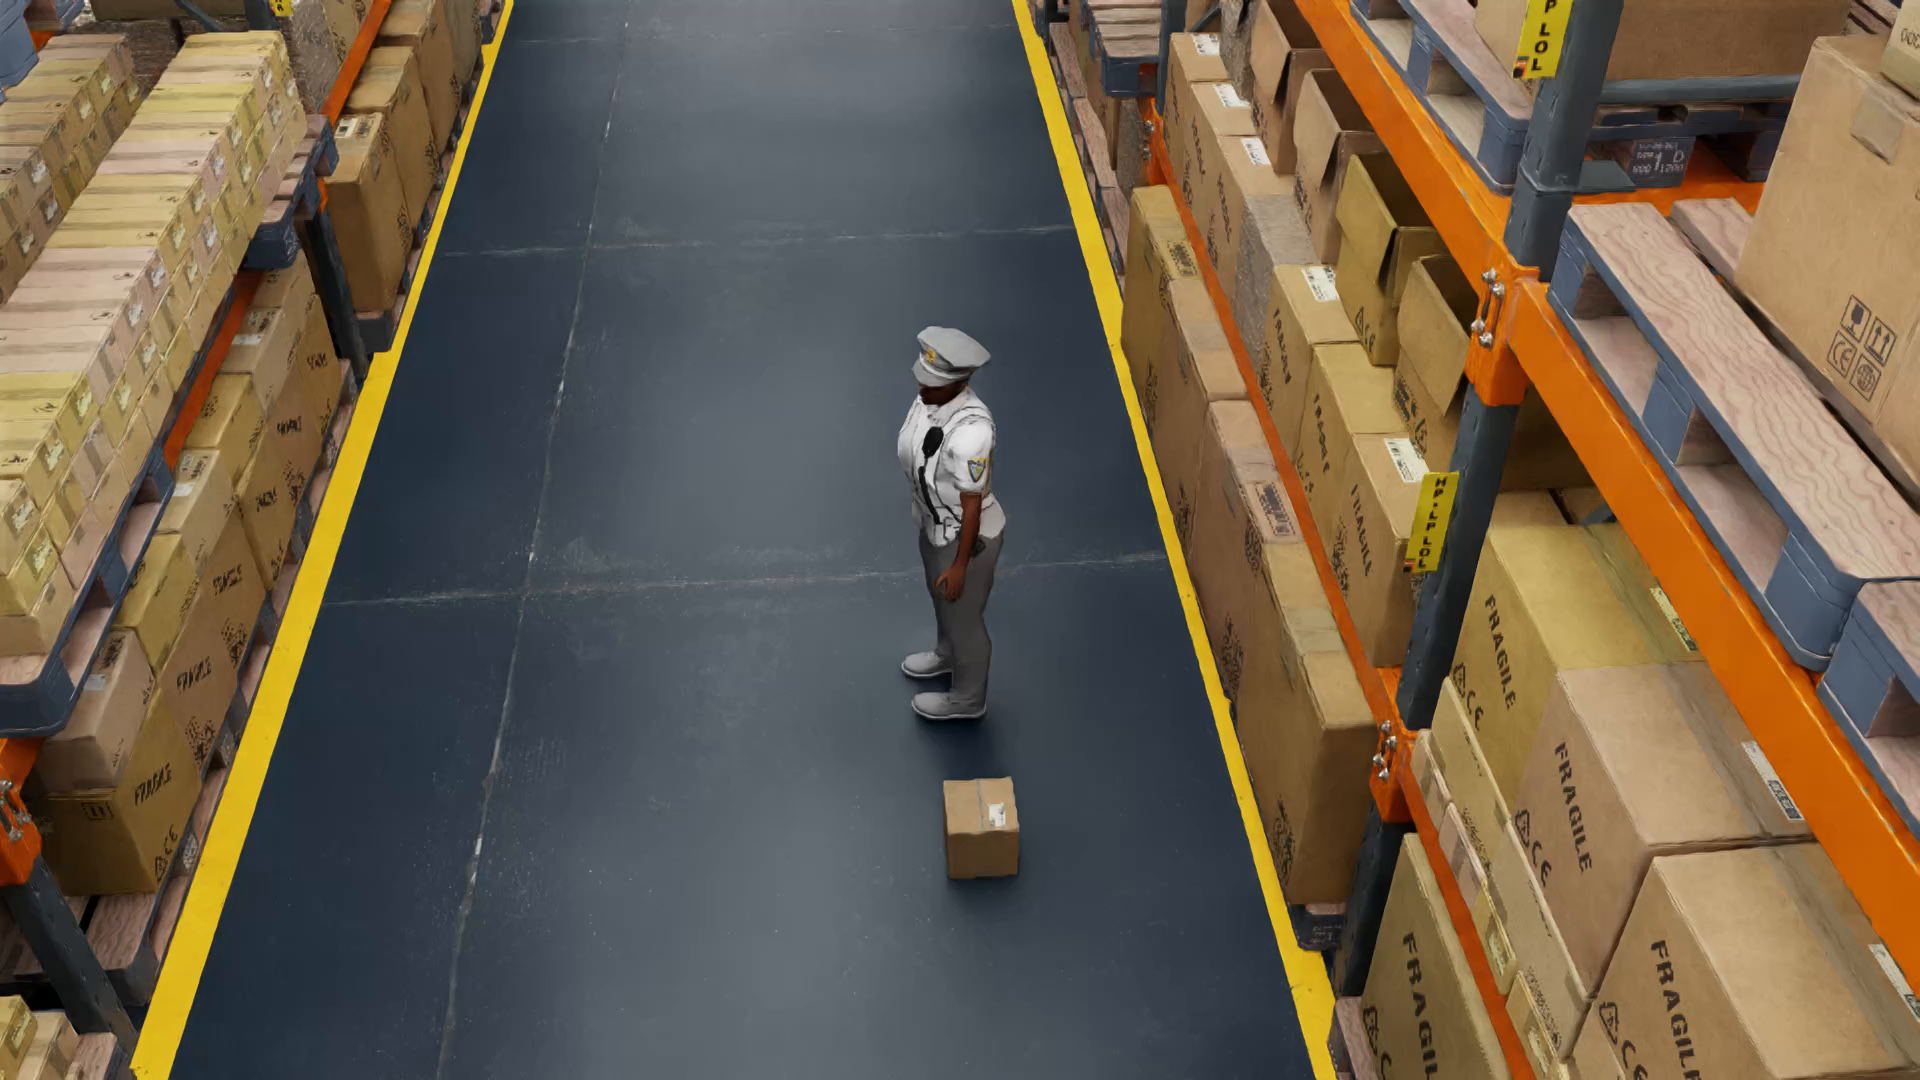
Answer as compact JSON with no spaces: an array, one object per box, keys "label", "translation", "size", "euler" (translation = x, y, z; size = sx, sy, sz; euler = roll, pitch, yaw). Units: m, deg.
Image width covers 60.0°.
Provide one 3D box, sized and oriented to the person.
[{"label":"person","translation":[-0.035,-0.033,6.147],"size":[0.364,1.691,0.502],"euler":[-14,41,-17]}]
